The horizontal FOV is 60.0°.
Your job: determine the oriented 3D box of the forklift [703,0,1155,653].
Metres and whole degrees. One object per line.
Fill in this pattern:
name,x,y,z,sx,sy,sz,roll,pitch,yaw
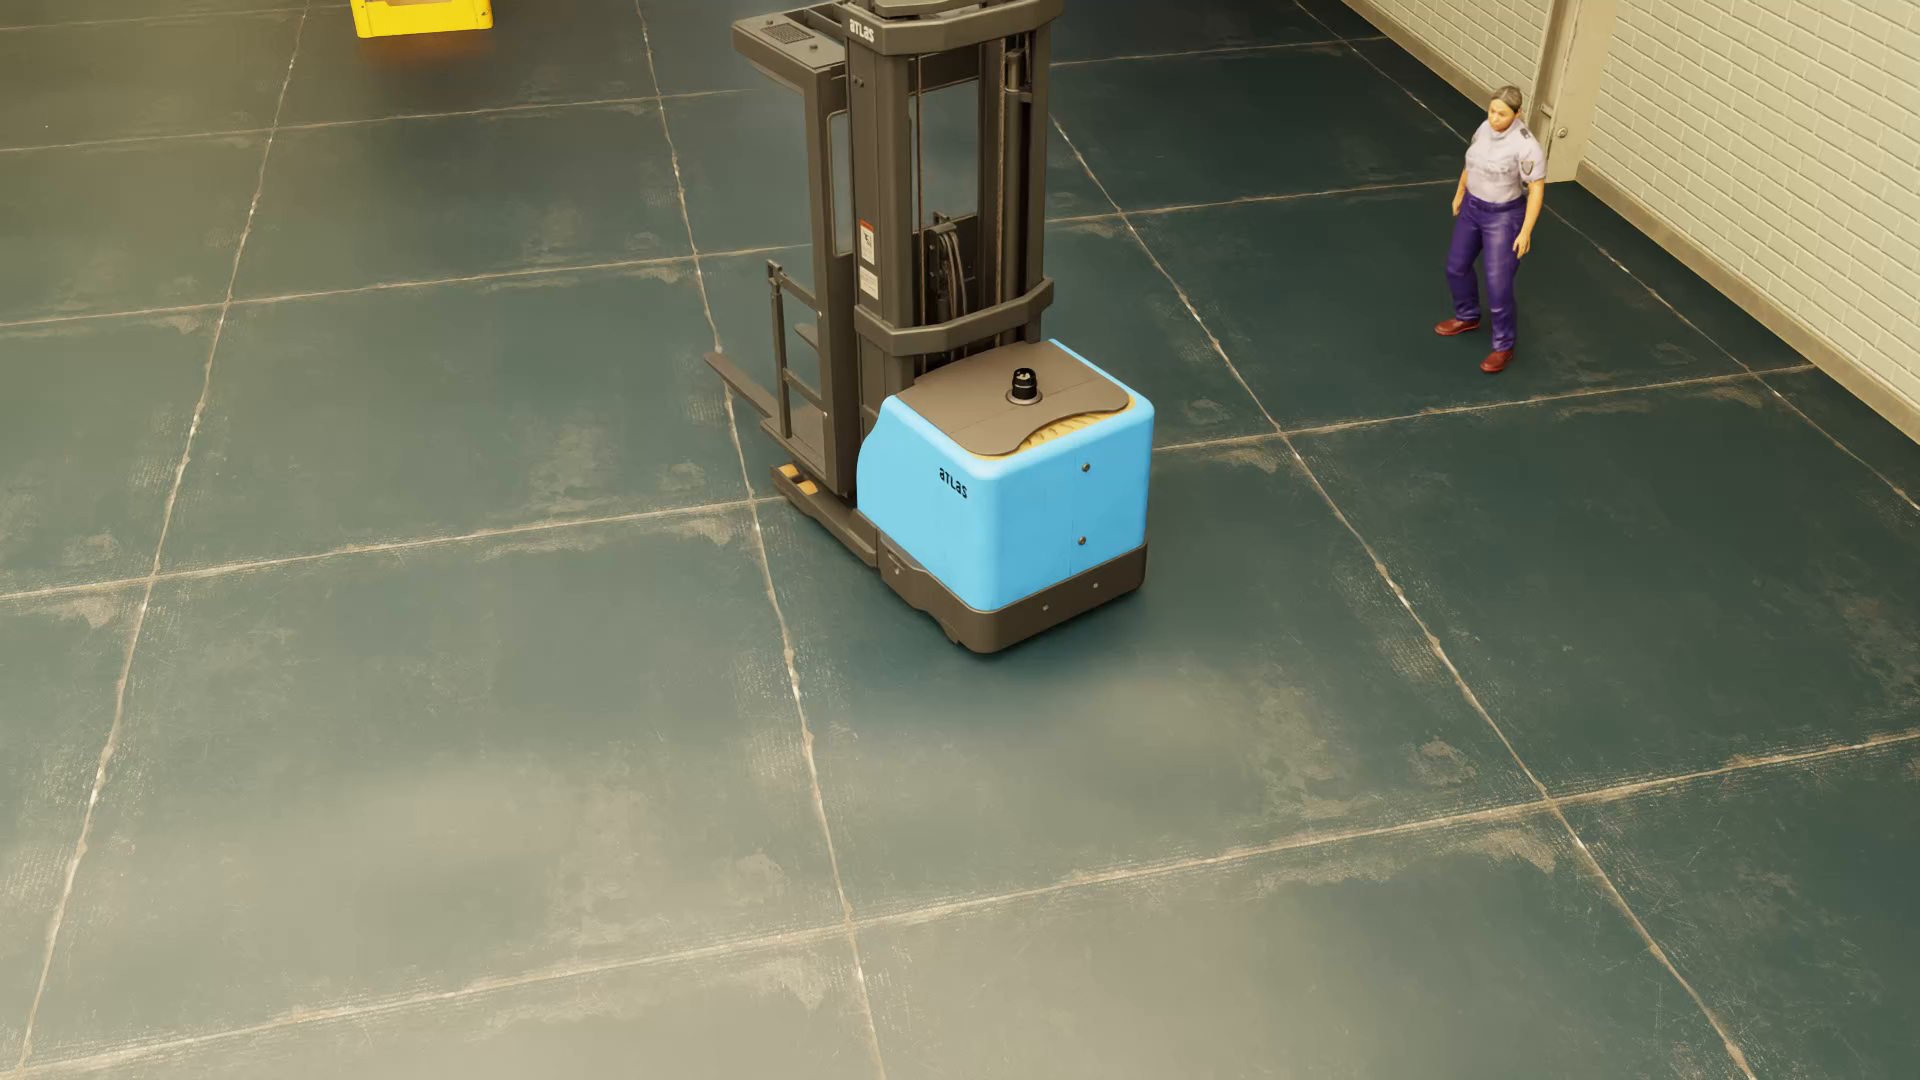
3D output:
forklift,-0.350,-1.480,8.107,1.130,2.935,3.031,-22,41,-28

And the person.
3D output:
person,3.143,-1.886,9.793,0.379,1.626,0.757,-18,39,-23
